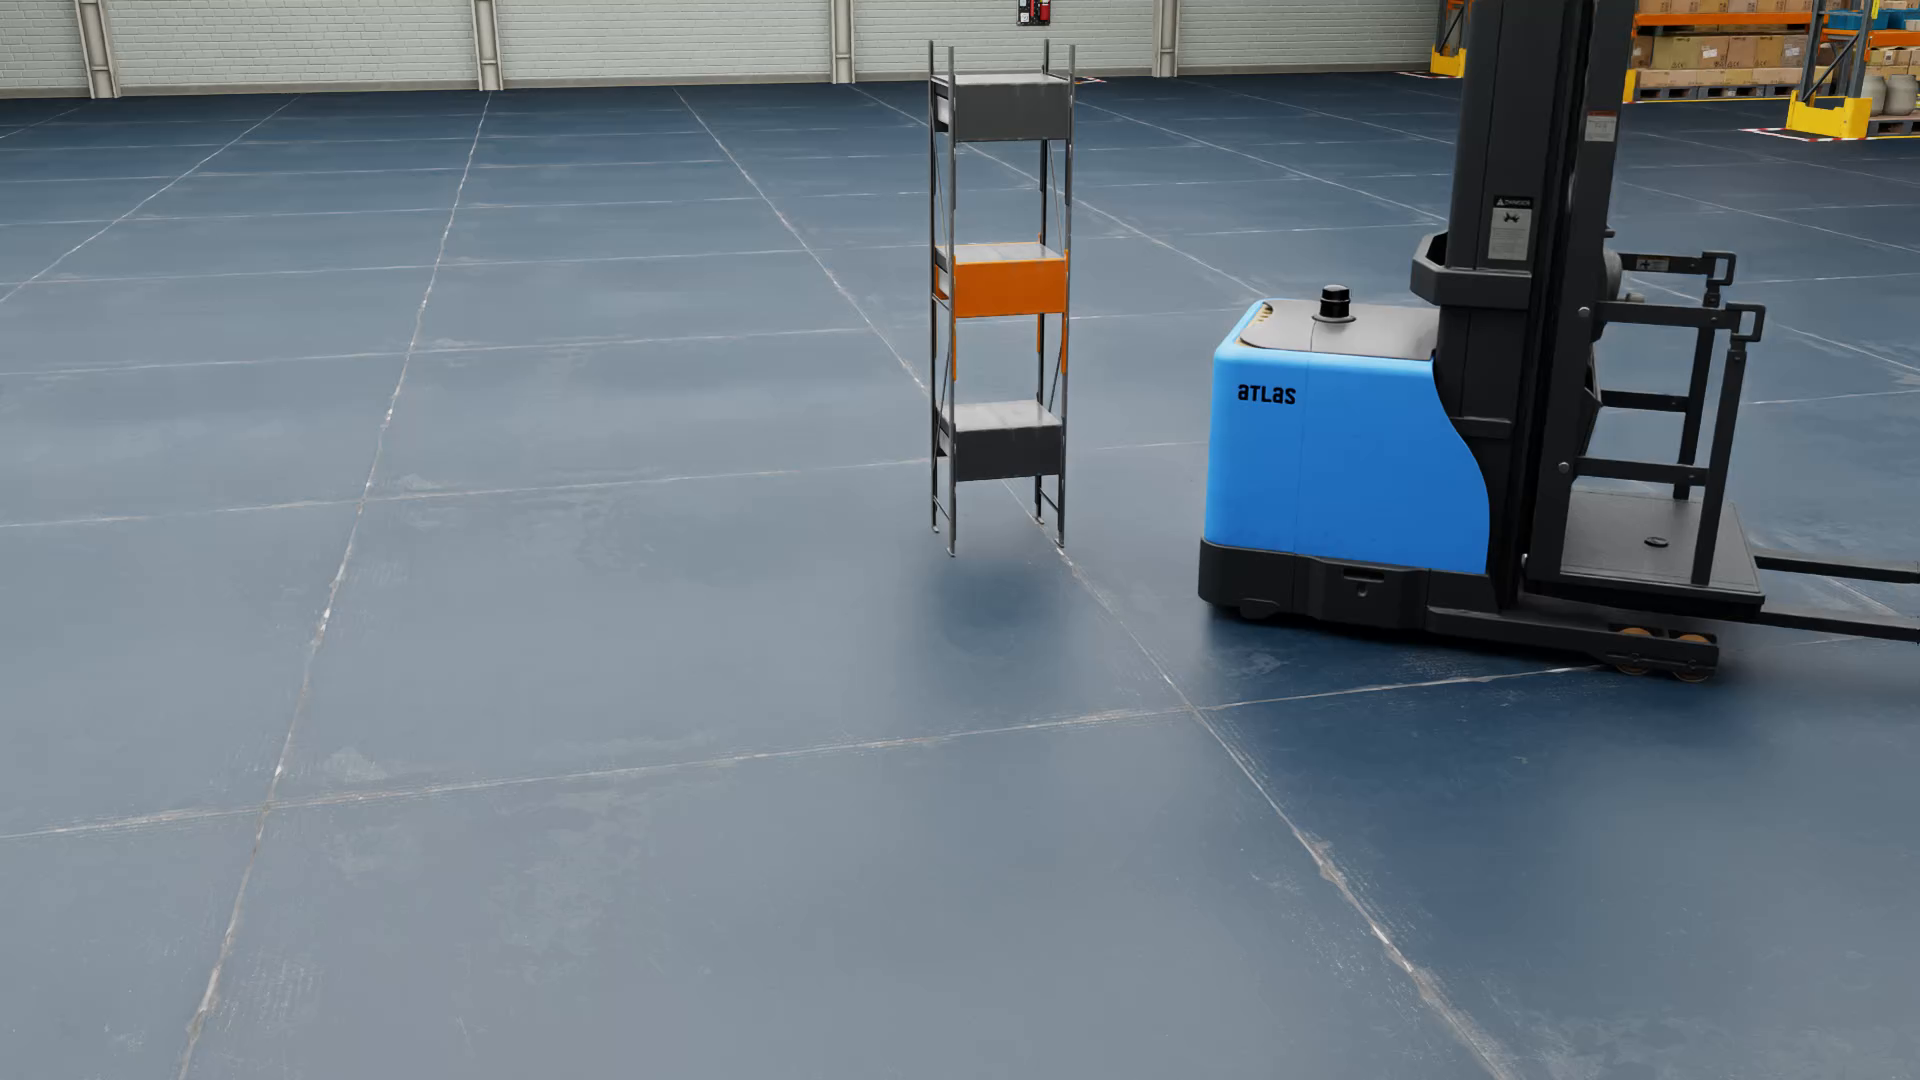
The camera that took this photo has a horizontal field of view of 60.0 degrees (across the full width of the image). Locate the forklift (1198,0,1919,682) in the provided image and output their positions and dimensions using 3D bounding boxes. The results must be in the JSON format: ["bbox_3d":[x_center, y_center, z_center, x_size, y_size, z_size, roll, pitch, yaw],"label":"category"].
[{"bbox_3d":[2.507,-1.075,5.987,3.031,2.935,1.130,7,21,17],"label":"forklift"}]

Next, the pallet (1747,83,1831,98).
[{"bbox_3d":[13.375,-7.399,27.207,1.213,0.211,1.003,-5,21,-12],"label":"pallet"}]

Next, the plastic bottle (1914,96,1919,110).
[{"bbox_3d":[13.089,-5.967,22.673,0.097,0.201,0.097,0,20,0],"label":"plastic bottle"}]

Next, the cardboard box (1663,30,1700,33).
[{"bbox_3d":[13.728,-9.512,31.915,0.500,0.500,0.700,-4,20,-11],"label":"cardboard box"}]

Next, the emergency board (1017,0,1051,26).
[{"bbox_3d":[1.352,-9.786,29.669,0.643,1.169,0.194,-5,21,-12],"label":"emergency board"}]

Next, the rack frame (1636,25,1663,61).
[{"bbox_3d":[13.015,-10.415,31.387,0.127,3.000,1.000,-5,21,-12],"label":"rack frame"}]

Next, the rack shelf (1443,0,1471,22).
[{"bbox_3d":[11.069,-9.919,31.078,4.000,0.370,1.077,-5,21,-12],"label":"rack shelf"}]

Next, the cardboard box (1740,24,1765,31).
[{"bbox_3d":[15.151,-9.976,32.092,0.500,0.250,0.500,-5,21,-13],"label":"cardboard box"}]

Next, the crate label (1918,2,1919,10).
[{"bbox_3d":[13.131,-7.035,22.108,0.616,0.435,0.502,-5,21,-12],"label":"crate label"}]

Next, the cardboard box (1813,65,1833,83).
[{"bbox_3d":[13.758,-7.554,26.962,0.500,0.250,0.500,-5,21,-12],"label":"cardboard box"}]

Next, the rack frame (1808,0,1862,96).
[{"bbox_3d":[14.159,-8.758,26.861,0.127,3.000,1.000,-5,21,-12],"label":"rack frame"}]

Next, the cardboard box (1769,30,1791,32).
[{"bbox_3d":[15.691,-9.689,32.397,0.500,0.500,0.700,-5,21,-13],"label":"cardboard box"}]

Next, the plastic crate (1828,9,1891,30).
[{"bbox_3d":[11.820,-6.853,21.877,0.616,0.251,0.499,-5,21,-12],"label":"plastic crate"}]

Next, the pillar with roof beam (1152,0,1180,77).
[{"bbox_3d":[4.756,-11.345,25.202,0.400,9.000,9.100,-5,21,-12],"label":"pillar with roof beam"}]

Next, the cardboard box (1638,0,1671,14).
[{"bbox_3d":[10.723,-8.521,26.069,0.500,0.500,0.700,-5,21,-12],"label":"cardboard box"}]

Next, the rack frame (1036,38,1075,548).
[{"bbox_3d":[0.399,-1.018,7.042,0.015,2.100,0.400,-5,21,-12],"label":"rack frame"}]

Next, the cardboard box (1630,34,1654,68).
[{"bbox_3d":[10.719,-7.841,26.656,0.500,0.500,0.500,-5,21,-12],"label":"cardboard box"}]

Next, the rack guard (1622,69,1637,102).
[{"bbox_3d":[10.243,-7.265,26.422,0.348,0.500,1.175,-5,21,-12],"label":"rack guard"}]

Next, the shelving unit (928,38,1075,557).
[{"bbox_3d":[0.161,-0.999,6.989,0.503,2.100,0.431,-5,21,-12],"label":"shelving unit"}]

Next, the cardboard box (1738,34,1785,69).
[{"bbox_3d":[12.783,-7.829,26.624,0.500,0.500,0.500,-5,21,-12],"label":"cardboard box"}]

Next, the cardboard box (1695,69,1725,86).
[{"bbox_3d":[11.812,-7.395,26.529,0.500,0.250,0.500,-5,21,-12],"label":"cardboard box"}]

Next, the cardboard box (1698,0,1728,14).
[{"bbox_3d":[11.718,-8.601,26.289,0.500,0.500,0.700,-5,21,-12],"label":"cardboard box"}]

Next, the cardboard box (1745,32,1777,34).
[{"bbox_3d":[13.151,-8.042,27.203,0.500,0.500,0.500,-5,21,-12],"label":"cardboard box"}]

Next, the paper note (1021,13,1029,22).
[{"bbox_3d":[1.164,-9.382,29.845,0.142,0.148,0.016,-5,21,-12],"label":"paper note"}]

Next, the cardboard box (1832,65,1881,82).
[{"bbox_3d":[14.608,-7.613,27.123,0.500,0.250,0.500,-5,21,-14],"label":"cardboard box"}]

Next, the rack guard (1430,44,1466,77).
[{"bbox_3d":[9.196,-8.931,30.969,0.348,0.500,1.175,-5,21,-12],"label":"rack guard"}]

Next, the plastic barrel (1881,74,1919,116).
[{"bbox_3d":[12.513,-5.929,22.146,0.421,0.512,0.421,0,20,0],"label":"plastic barrel"}]

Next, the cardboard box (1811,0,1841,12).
[{"bbox_3d":[13.728,-8.767,26.742,0.500,0.500,0.700,-5,21,-14],"label":"cardboard box"}]

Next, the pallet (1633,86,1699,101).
[{"bbox_3d":[11.001,-7.206,26.680,1.213,0.211,1.003,-5,21,-12],"label":"pallet"}]

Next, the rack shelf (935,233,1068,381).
[{"bbox_3d":[0.161,-0.986,6.994,0.480,0.518,0.431,-5,21,-12],"label":"rack shelf"}]

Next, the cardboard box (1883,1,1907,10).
[{"bbox_3d":[15.068,-8.641,26.909,0.250,0.149,0.380,-5,21,-12],"label":"cardboard box"}]

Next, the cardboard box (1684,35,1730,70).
[{"bbox_3d":[11.809,-7.751,26.411,0.500,0.500,0.500,-5,21,-12],"label":"cardboard box"}]

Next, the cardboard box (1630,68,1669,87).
[{"bbox_3d":[10.839,-7.315,26.310,0.500,0.250,0.500,-5,21,-12],"label":"cardboard box"}]

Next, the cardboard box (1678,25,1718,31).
[{"bbox_3d":[14.155,-9.900,31.885,0.500,0.250,0.500,-5,21,-14],"label":"cardboard box"}]

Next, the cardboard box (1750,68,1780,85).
[{"bbox_3d":[12.786,-7.473,26.741,0.500,0.250,0.500,-5,21,-12],"label":"cardboard box"}]

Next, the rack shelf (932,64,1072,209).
[{"bbox_3d":[0.161,-1.644,6.753,0.480,0.518,0.431,-5,21,-12],"label":"rack shelf"}]

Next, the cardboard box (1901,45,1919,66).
[{"bbox_3d":[15.610,-7.956,27.243,0.500,0.311,0.500,-5,21,-14],"label":"cardboard box"}]

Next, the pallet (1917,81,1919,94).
[{"bbox_3d":[16.056,-7.617,27.802,1.213,0.211,1.003,-5,21,-12],"label":"pallet"}]

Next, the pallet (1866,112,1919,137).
[{"bbox_3d":[12.257,-5.558,22.179,1.213,0.211,1.003,-5,21,-12],"label":"pallet"}]

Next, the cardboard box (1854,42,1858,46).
[{"bbox_3d":[14.992,-8.098,27.633,0.500,0.311,0.500,-4,21,-11],"label":"cardboard box"}]

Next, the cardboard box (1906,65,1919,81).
[{"bbox_3d":[15.609,-7.695,27.346,0.500,0.250,0.500,-5,21,-14],"label":"cardboard box"}]

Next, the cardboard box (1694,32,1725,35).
[{"bbox_3d":[12.176,-7.964,26.993,0.500,0.500,0.500,-5,21,-12],"label":"cardboard box"}]

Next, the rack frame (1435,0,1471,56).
[{"bbox_3d":[9.123,-10.099,30.523,0.127,3.000,1.000,-5,21,-12],"label":"rack frame"}]

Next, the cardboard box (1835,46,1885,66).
[{"bbox_3d":[14.618,-7.876,27.027,0.500,0.311,0.500,-5,21,-12],"label":"cardboard box"}]

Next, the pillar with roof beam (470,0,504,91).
[{"bbox_3d":[-6.922,-10.395,22.609,0.400,9.000,9.100,-5,21,-12],"label":"pillar with roof beam"}]

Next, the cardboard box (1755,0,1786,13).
[{"bbox_3d":[12.727,-8.685,26.518,0.500,0.500,0.700,-4,21,-12],"label":"cardboard box"}]
